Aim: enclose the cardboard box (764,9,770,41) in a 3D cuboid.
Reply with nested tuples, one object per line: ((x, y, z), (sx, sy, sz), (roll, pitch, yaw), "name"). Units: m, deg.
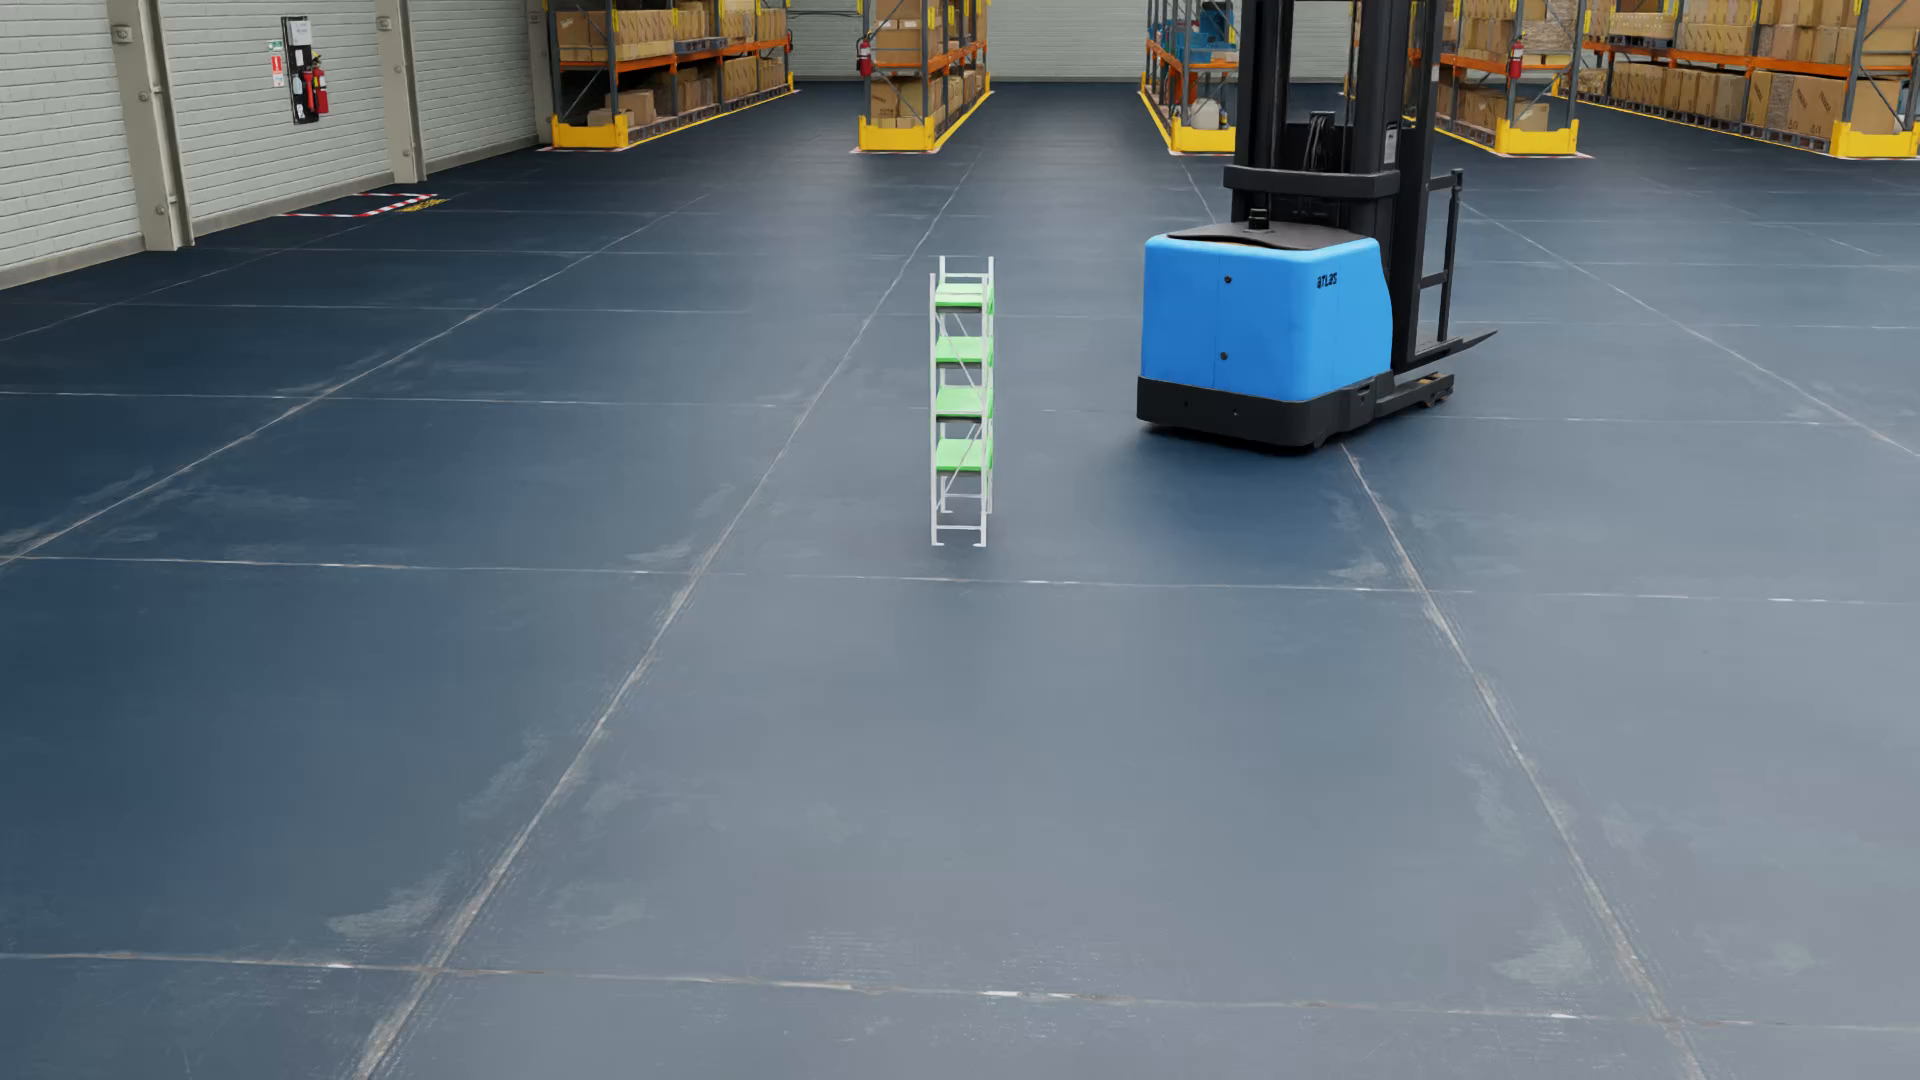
((-4.967, -11.995, 38.730), (0.980, 0.700, 0.700), (1, 18, 3), "cardboard box")

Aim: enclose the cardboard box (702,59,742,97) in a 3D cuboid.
((-5.114, -9.890, 35.568), (0.750, 0.750, 0.750), (1, 18, 4), "cardboard box")

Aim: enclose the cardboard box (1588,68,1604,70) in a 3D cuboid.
((15.108, -11.107, 39.450), (0.380, 0.149, 0.250), (2, 18, 5), "cardboard box")

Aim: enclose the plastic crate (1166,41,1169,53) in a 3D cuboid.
((4.072, -9.198, 31.017), (0.450, 0.188, 0.662), (1, 18, 4), "plastic crate")

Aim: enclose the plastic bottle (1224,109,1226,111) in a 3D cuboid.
((4.417, -7.054, 27.788), (0.061, 0.283, 0.133), (2, 18, 5), "plastic bottle")

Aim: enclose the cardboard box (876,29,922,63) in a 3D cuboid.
((-0.953, -7.813, 26.290), (0.700, 0.500, 0.500), (1, 18, 4), "cardboard box")

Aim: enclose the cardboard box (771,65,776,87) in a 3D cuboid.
((-4.815, -11.180, 40.066), (0.700, 0.500, 0.500), (1, 18, 2), "cardboard box")

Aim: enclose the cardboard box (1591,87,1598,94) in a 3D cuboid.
((14.427, -10.120, 37.395), (0.380, 0.149, 0.250), (1, 18, 2), "cardboard box")

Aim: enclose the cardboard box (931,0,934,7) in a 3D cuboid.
((-0.809, -9.077, 28.063), (0.700, 0.500, 0.500), (1, 18, 4), "cardboard box")

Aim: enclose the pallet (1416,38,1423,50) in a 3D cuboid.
((9.510, -9.568, 32.115), (1.213, 0.211, 1.003), (1, 18, 4), "pallet")

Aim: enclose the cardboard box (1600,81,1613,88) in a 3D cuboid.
((14.387, -10.075, 36.778), (0.380, 0.149, 0.250), (2, 18, 5), "cardboard box")

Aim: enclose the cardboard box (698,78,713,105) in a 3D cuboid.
((-5.366, -9.011, 33.415), (0.700, 0.500, 0.500), (2, 18, 5), "cardboard box")

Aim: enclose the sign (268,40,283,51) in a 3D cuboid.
((-7.531, -5.438, 18.292), (0.001, 0.109, 0.331), (1, 18, 4), "sign")

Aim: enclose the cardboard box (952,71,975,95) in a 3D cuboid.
((0.068, -10.056, 36.603), (0.500, 0.500, 0.500), (1, 18, 4), "cardboard box")

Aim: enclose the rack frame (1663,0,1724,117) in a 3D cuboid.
((14.395, -9.741, 32.334), (1.000, 3.000, 0.127), (1, 18, 4), "rack frame")

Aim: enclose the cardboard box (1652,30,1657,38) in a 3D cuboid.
((13.992, -10.062, 33.042), (0.380, 0.149, 0.250), (1, 18, 4), "cardboard box")

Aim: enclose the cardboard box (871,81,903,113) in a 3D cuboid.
((-1.200, -7.354, 27.587), (0.500, 0.500, 0.500), (1, 18, 4), "cardboard box")

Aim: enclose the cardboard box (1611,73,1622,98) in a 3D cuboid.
((14.364, -9.772, 35.767), (0.500, 0.500, 0.500), (2, 18, 6), "cardboard box")

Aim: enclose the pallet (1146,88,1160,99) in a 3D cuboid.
((4.901, -10.520, 39.190), (1.003, 0.211, 1.213), (1, 18, 4), "pallet")

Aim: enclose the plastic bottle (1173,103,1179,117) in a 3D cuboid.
((3.712, -7.270, 28.339), (0.144, 0.351, 0.185), (1, 18, 3), "plastic bottle")

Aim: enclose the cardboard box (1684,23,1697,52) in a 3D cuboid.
((14.060, -9.497, 31.430), (0.500, 0.500, 0.500), (1, 18, 3), "cardboard box")

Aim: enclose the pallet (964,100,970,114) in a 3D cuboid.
((-0.334, -9.011, 34.586), (1.003, 0.211, 1.213), (1, 18, 4), "pallet")

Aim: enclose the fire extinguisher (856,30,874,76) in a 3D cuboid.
((-1.471, -7.558, 25.795), (0.296, 0.674, 0.183), (1, 18, 4), "fire extinguisher")

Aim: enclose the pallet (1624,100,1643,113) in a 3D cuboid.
((14.543, -9.037, 34.662), (1.003, 0.211, 1.213), (1, 18, 4), "pallet")

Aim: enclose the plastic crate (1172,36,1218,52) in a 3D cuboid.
((4.064, -8.562, 28.836), (0.767, 0.338, 0.504), (1, 18, 4), "plastic crate")

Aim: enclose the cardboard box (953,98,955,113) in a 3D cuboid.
((-0.364, -8.196, 31.359), (0.500, 0.250, 0.500), (1, 18, 2), "cardboard box")

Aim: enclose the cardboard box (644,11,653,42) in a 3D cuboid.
((-5.492, -8.641, 27.980), (0.500, 0.500, 0.500), (2, 18, 6), "cardboard box")

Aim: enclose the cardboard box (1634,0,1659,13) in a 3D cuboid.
((14.957, -11.782, 36.319), (0.500, 0.500, 0.500), (2, 18, 5), "cardboard box")

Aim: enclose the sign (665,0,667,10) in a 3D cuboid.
((-5.920, -10.777, 33.635), (0.100, 0.325, 0.005), (1, 18, 4), "sign")

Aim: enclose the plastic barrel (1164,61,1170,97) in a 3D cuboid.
((4.695, -10.050, 35.973), (0.600, 0.901, 0.708), (1, 18, 4), "plastic barrel")

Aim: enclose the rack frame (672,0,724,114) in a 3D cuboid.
((-5.367, -10.215, 33.780), (1.000, 3.000, 0.127), (1, 18, 4), "rack frame")

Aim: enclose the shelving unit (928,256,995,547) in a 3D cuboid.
((0.012, -0.622, 7.393), (0.258, 1.200, 0.503), (1, 18, 4), "shelving unit")

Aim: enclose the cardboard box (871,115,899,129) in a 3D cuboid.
((-1.255, -6.687, 26.755), (0.500, 0.250, 0.500), (1, 18, 4), "cardboard box")

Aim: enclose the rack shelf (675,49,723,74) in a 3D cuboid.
((-5.510, -9.252, 31.997), (1.077, 0.370, 4.000), (1, 18, 4), "rack shelf")

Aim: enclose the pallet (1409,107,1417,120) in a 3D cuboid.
((9.398, -8.316, 32.462), (1.003, 0.211, 1.213), (1, 18, 4), "pallet")

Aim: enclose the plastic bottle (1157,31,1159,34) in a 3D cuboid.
((4.362, -10.928, 36.157), (0.152, 0.276, 0.135), (1, 18, 4), "plastic bottle")

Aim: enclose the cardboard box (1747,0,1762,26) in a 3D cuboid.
((14.138, -9.176, 28.843), (0.700, 0.500, 0.500), (1, 18, 3), "cardboard box")

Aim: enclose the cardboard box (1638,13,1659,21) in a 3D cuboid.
((14.068, -10.668, 33.937), (0.380, 0.149, 0.250), (2, 18, 7), "cardboard box")

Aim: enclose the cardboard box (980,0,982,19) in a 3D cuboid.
((0.250, -12.331, 38.470), (0.500, 0.500, 0.500), (1, 18, 2), "cardboard box")

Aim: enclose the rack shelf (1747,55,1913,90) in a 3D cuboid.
((13.965, -7.536, 26.759), (1.077, 0.370, 4.000), (1, 18, 4), "rack shelf")

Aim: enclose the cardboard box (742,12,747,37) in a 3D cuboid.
((-4.933, -11.192, 36.092), (0.500, 0.500, 0.500), (1, 18, 4), "cardboard box")

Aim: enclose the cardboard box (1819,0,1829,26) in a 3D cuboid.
((14.010, -8.299, 25.958), (0.875, 0.550, 0.550), (1, 18, 4), "cardboard box")

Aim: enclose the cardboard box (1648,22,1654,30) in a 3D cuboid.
((14.010, -10.291, 33.264), (0.380, 0.149, 0.250), (2, 18, 5), "cardboard box")

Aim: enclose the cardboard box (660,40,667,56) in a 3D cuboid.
((-5.429, -8.603, 29.068), (0.500, 0.250, 0.500), (1, 18, 4), "cardboard box")

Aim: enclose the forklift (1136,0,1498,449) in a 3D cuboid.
((2.310, -2.265, 9.628), (1.130, 2.935, 3.031), (14, 23, 37), "forklift")

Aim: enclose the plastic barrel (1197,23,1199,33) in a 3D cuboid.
((4.516, -9.108, 30.185), (0.433, 0.535, 0.433), (0, 18, 0), "plastic barrel")

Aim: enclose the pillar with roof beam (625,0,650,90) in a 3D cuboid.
((-2.029, -12.585, 31.380), (9.100, 9.000, 0.400), (1, 18, 4), "pillar with roof beam")

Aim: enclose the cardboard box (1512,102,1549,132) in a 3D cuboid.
((8.943, -6.604, 26.100), (0.500, 0.500, 0.500), (5, 19, 14), "cardboard box")

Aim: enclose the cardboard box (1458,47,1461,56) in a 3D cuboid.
((8.853, -8.462, 28.833), (0.380, 0.149, 0.250), (1, 18, 4), "cardboard box")

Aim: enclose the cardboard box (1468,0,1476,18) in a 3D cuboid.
((8.848, -9.016, 27.876), (0.500, 0.500, 0.500), (1, 18, 4), "cardboard box")

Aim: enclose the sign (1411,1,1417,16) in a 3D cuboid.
((8.901, -10.445, 32.622), (0.100, 0.325, 0.005), (1, 18, 4), "sign")
